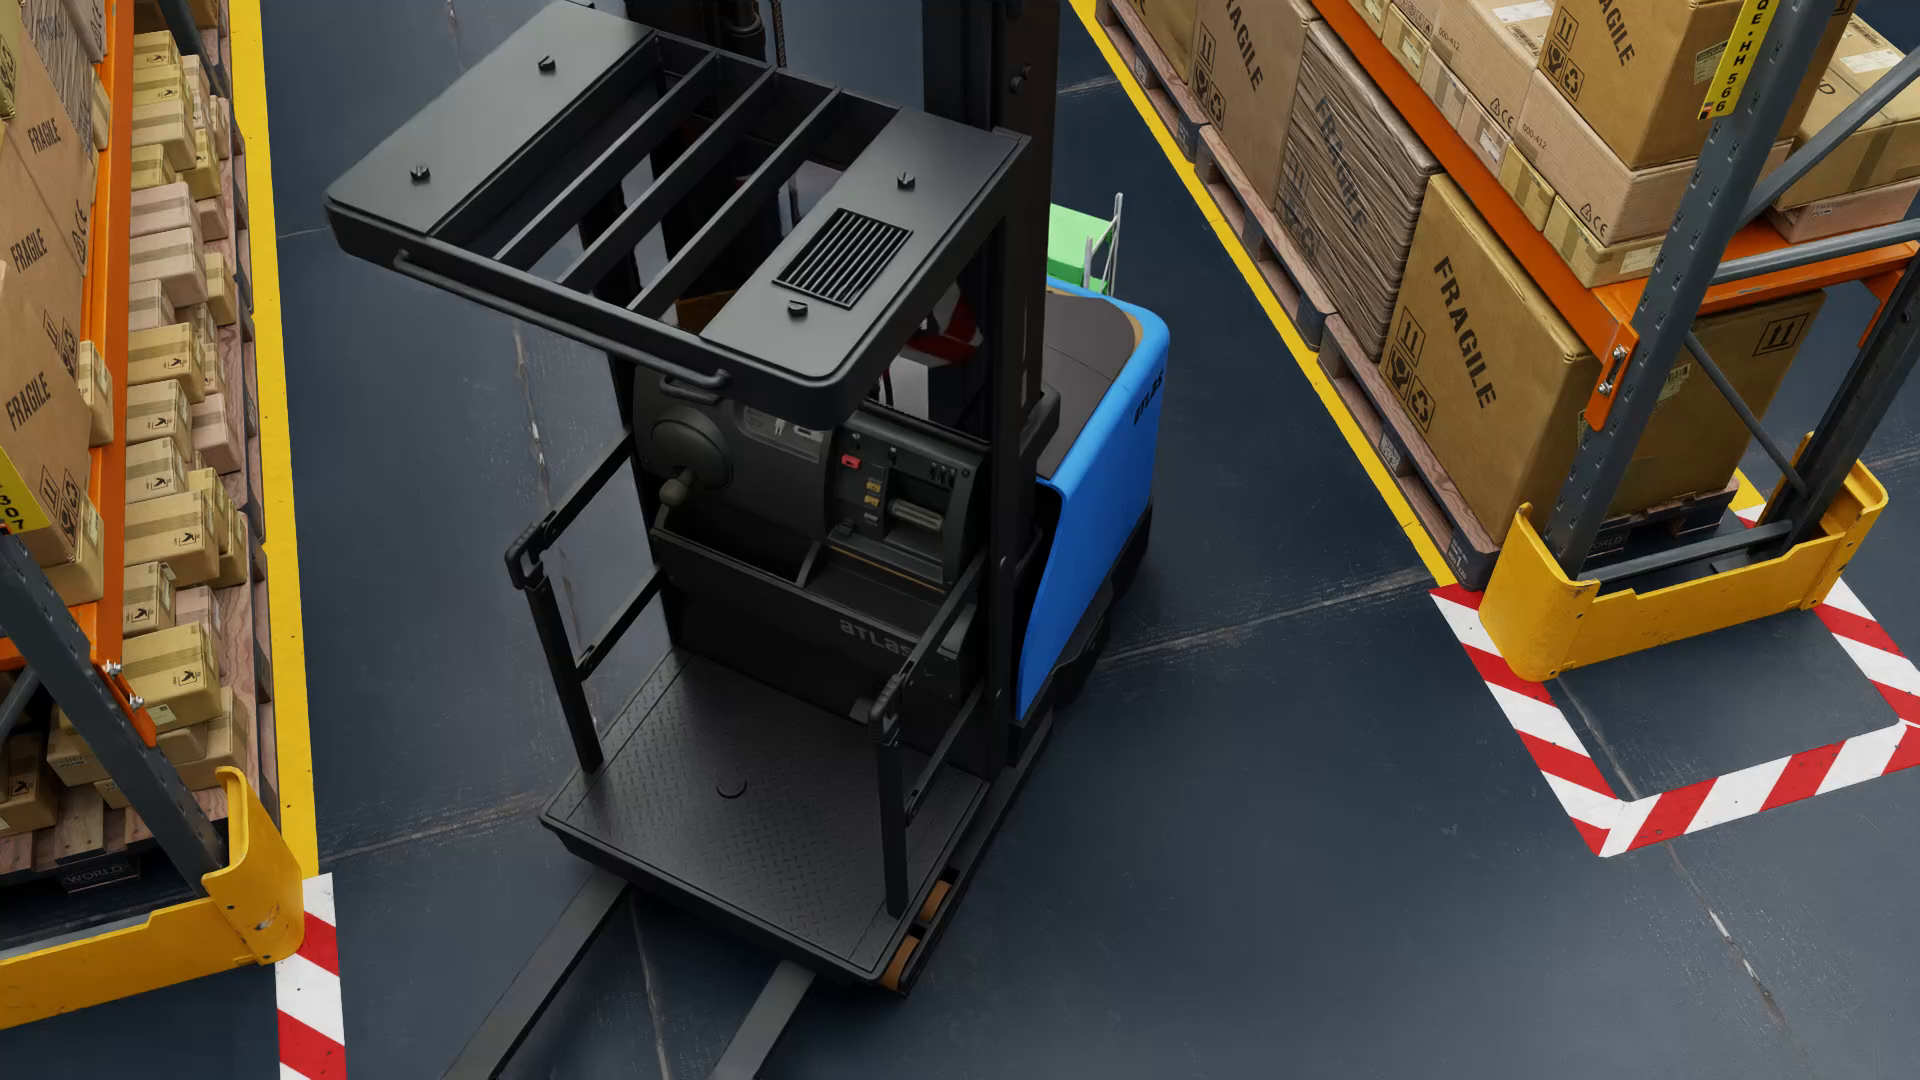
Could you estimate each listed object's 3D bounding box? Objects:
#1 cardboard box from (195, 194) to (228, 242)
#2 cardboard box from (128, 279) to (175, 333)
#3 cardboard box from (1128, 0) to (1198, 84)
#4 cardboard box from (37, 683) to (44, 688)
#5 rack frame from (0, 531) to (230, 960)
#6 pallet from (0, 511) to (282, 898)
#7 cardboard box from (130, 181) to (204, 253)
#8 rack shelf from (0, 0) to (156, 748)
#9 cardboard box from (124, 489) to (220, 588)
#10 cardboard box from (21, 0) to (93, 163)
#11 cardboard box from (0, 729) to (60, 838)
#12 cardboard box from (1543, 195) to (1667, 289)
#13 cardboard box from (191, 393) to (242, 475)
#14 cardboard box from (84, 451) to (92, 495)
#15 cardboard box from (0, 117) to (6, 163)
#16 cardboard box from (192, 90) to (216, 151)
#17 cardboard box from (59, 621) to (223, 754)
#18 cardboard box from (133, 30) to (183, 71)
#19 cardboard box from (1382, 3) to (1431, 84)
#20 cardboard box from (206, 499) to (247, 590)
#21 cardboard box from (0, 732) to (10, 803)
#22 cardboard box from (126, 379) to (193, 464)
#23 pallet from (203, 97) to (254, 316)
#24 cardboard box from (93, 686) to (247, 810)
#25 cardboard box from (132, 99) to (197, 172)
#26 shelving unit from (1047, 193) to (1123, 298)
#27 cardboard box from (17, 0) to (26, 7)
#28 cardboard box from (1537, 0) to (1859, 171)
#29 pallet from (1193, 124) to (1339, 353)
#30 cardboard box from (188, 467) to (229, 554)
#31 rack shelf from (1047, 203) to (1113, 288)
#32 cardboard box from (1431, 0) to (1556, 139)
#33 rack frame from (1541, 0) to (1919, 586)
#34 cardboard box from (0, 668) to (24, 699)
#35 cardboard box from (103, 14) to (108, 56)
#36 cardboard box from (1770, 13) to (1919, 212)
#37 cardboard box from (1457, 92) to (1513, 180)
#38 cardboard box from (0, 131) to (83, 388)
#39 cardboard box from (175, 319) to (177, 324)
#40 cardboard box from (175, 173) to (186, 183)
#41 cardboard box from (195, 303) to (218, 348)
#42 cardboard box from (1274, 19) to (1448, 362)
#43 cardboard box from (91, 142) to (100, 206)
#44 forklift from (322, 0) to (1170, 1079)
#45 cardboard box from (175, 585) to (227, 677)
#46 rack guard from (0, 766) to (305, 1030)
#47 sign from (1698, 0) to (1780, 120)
[{"bbox_3d":[-3.062,-1.264,6.444,0.380,0.149,0.250,-15,51,-12],"label":"cardboard box"},{"bbox_3d":[-2.861,-0.709,5.587,0.380,0.149,0.250,-13,51,-11],"label":"cardboard box"},{"bbox_3d":[1.247,-2.642,7.130,0.875,0.875,0.875,-13,51,-11],"label":"cardboard box"},{"bbox_3d":[-2.981,0.346,5.086,0.380,0.149,0.250,-14,51,-11],"label":"cardboard box"},{"bbox_3d":[-2.457,0.278,3.554,1.000,3.000,0.127,-13,51,-11],"label":"rack frame"},{"bbox_3d":[-2.686,0.519,5.174,1.003,0.211,1.213,-13,51,-11],"label":"pallet"},{"bbox_3d":[-2.922,-1.109,5.924,0.380,0.149,0.250,-16,52,-13],"label":"cardboard box"},{"bbox_3d":[-3.049,-0.951,5.061,1.077,0.370,4.000,-13,51,-11],"label":"rack shelf"},{"bbox_3d":[-2.436,0.023,4.970,0.380,0.149,0.250,-13,51,-11],"label":"cardboard box"},{"bbox_3d":[-2.798,-1.358,4.673,0.500,0.500,0.500,-15,51,-12],"label":"cardboard box"},{"bbox_3d":[-2.812,0.724,4.768,0.380,0.149,0.250,-13,51,-10],"label":"cardboard box"},{"bbox_3d":[1.891,-0.875,4.690,0.380,0.149,0.250,-12,51,-10],"label":"cardboard box"},{"bbox_3d":[-2.670,-0.324,5.651,0.380,0.149,0.250,-16,52,-13],"label":"cardboard box"},{"bbox_3d":[-2.355,-0.129,4.061,0.380,0.149,0.250,-12,51,-10],"label":"cardboard box"},{"bbox_3d":[-2.492,-0.928,3.656,0.500,0.500,0.500,-12,51,-10],"label":"cardboard box"},{"bbox_3d":[-3.151,-1.603,6.535,0.380,0.149,0.250,-16,52,-13],"label":"cardboard box"},{"bbox_3d":[-2.288,0.410,4.643,0.380,0.149,0.250,-15,52,-13],"label":"cardboard box"},{"bbox_3d":[-3.286,-1.851,6.549,0.380,0.149,0.250,-12,51,-10],"label":"cardboard box"},{"bbox_3d":[1.587,-1.620,5.318,0.380,0.149,0.250,-14,51,-12],"label":"cardboard box"},{"bbox_3d":[-2.513,0.042,5.343,0.380,0.149,0.250,-13,51,-11],"label":"cardboard box"},{"bbox_3d":[-2.886,0.644,4.640,0.380,0.149,0.250,-15,51,-12],"label":"cardboard box"},{"bbox_3d":[-2.662,-0.344,5.279,0.380,0.149,0.250,-12,51,-10],"label":"cardboard box"},{"bbox_3d":[-3.408,-1.263,6.676,1.003,0.211,1.213,-13,51,-11],"label":"pallet"},{"bbox_3d":[-2.306,0.606,4.867,0.380,0.149,0.250,-12,51,-10],"label":"cardboard box"},{"bbox_3d":[-3.092,-1.493,6.248,0.380,0.149,0.250,-14,51,-11],"label":"cardboard box"},{"bbox_3d":[0.218,-0.674,5.533,0.503,1.200,0.258,21,53,17],"label":"shelving unit"},{"bbox_3d":[-2.778,-1.684,4.294,0.500,0.500,0.500,-15,51,-12],"label":"cardboard box"},{"bbox_3d":[1.916,-1.356,4.344,0.500,0.500,0.500,-13,51,-11],"label":"cardboard box"},{"bbox_3d":[1.642,-1.327,6.731,1.003,0.211,1.213,-13,51,-11],"label":"pallet"},{"bbox_3d":[-2.523,-0.059,5.233,0.380,0.149,0.250,-12,51,-10],"label":"cardboard box"},{"bbox_3d":[0.218,-0.942,5.215,0.480,0.148,0.258,21,53,17],"label":"rack shelf"},{"bbox_3d":[1.765,-1.482,4.941,0.500,0.250,0.500,-14,51,-12],"label":"cardboard box"},{"bbox_3d":[2.311,-0.770,4.437,1.000,3.000,0.127,-13,51,-11],"label":"rack frame"},{"bbox_3d":[-2.875,0.343,4.699,0.380,0.149,0.250,-12,51,-10],"label":"cardboard box"},{"bbox_3d":[-2.968,-1.650,5.343,0.380,0.149,0.250,-15,52,-13],"label":"cardboard box"},{"bbox_3d":[2.427,-1.229,4.728,0.500,0.250,0.500,-15,51,-12],"label":"cardboard box"},{"bbox_3d":[1.739,-1.249,5.005,0.380,0.149,0.250,-13,51,-11],"label":"cardboard box"},{"bbox_3d":[-2.509,-0.626,4.056,0.500,0.500,0.500,-13,51,-11],"label":"cardboard box"},{"bbox_3d":[-2.883,-0.620,5.706,0.380,0.149,0.250,-11,51,-9],"label":"cardboard box"},{"bbox_3d":[-3.075,-1.206,6.200,0.380,0.149,0.250,-13,51,-11],"label":"cardboard box"},{"bbox_3d":[-2.880,-0.689,5.959,0.380,0.149,0.250,-12,51,-10],"label":"cardboard box"},{"bbox_3d":[1.776,-1.335,6.028,0.875,0.875,0.875,-13,51,-11],"label":"cardboard box"},{"bbox_3d":[-2.750,-1.080,4.863,0.380,0.149,0.250,-12,51,-10],"label":"cardboard box"},{"bbox_3d":[-0.485,-0.079,3.899,1.130,2.935,3.031,21,53,17],"label":"forklift"},{"bbox_3d":[-2.394,0.312,4.921,0.380,0.149,0.250,-14,51,-11],"label":"cardboard box"},{"bbox_3d":[-2.480,1.028,4.557,1.175,0.500,0.348,-13,51,-11],"label":"rack guard"},{"bbox_3d":[1.788,-1.107,3.809,0.100,0.325,0.005,-13,51,-11],"label":"sign"}]
